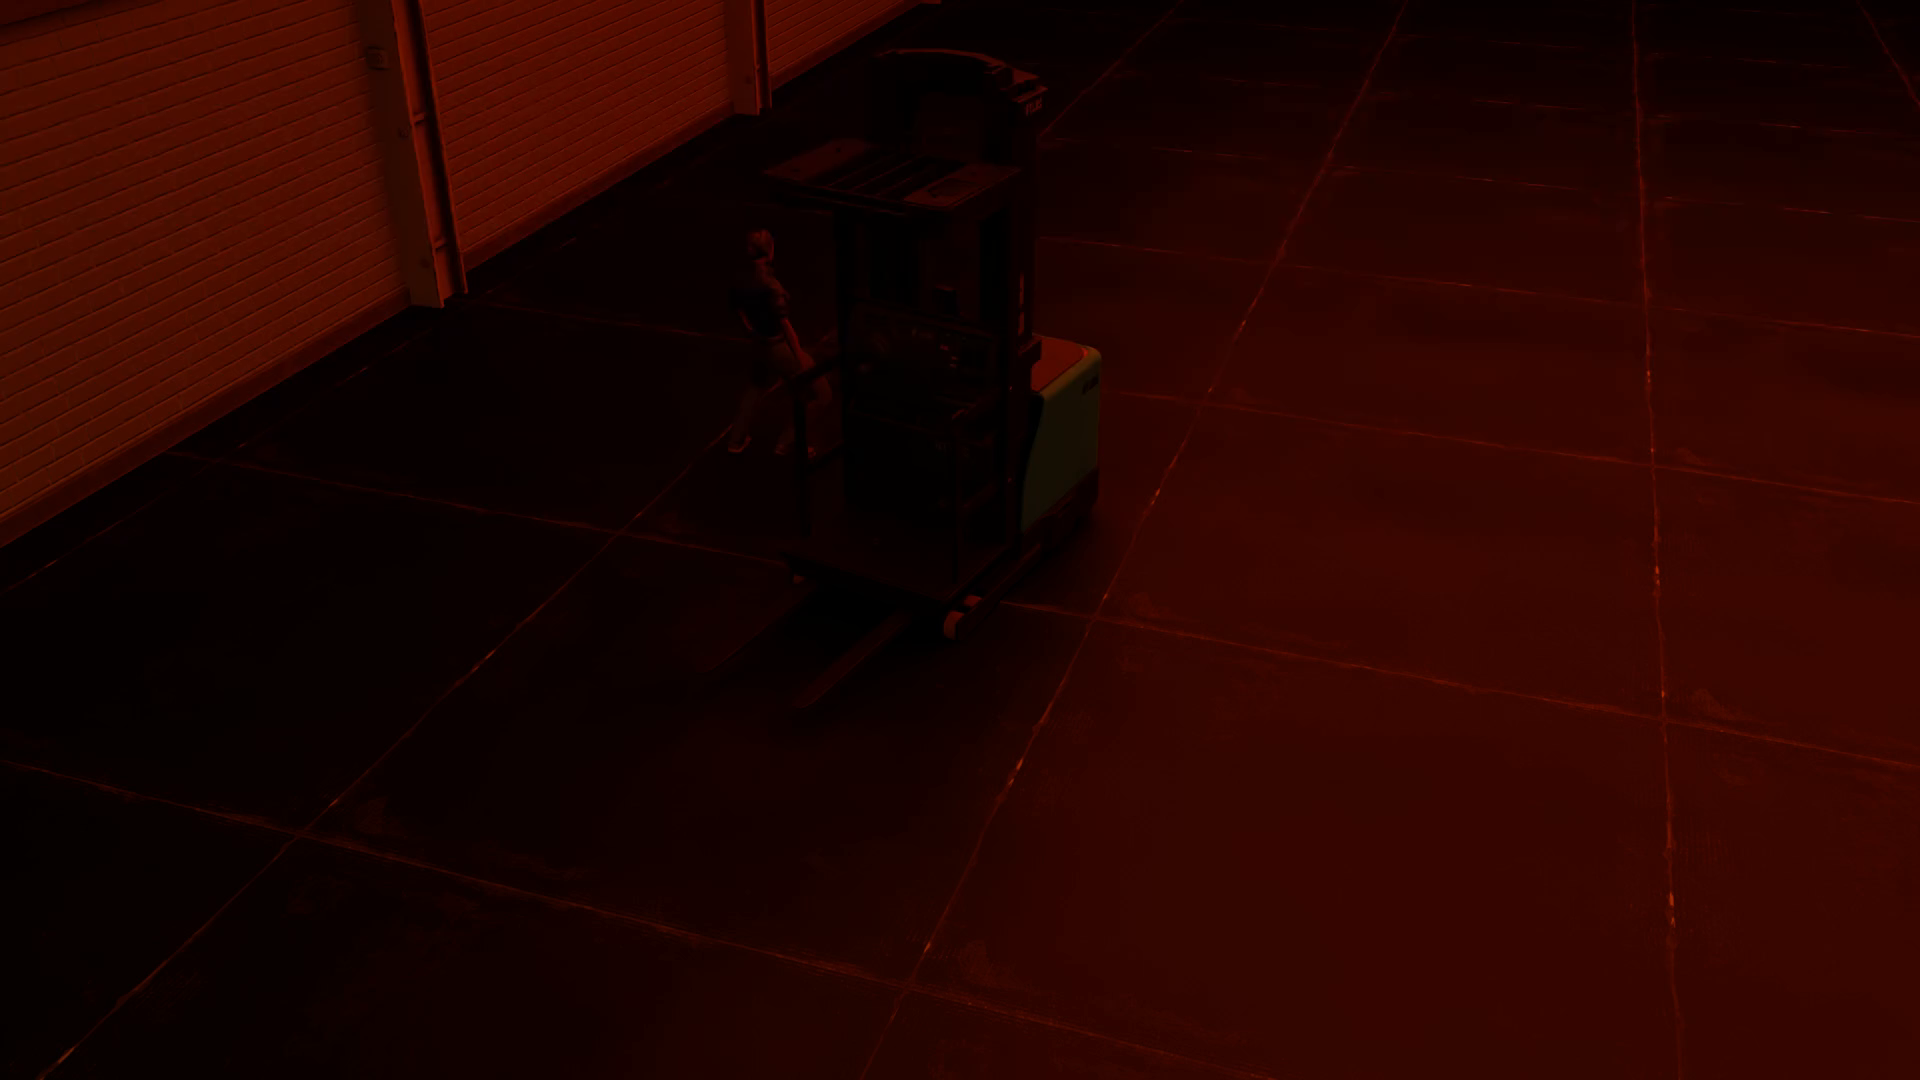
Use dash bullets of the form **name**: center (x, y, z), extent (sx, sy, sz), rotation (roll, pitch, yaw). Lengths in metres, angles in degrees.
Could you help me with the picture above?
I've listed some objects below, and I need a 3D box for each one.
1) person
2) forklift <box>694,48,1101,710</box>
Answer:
- **person**: center (-1.202, -1.241, 10.724), extent (0.523, 1.566, 0.836), rotation (-23, 37, -35)
- **forklift**: center (-0.313, -0.977, 8.850), extent (1.130, 2.935, 3.031), rotation (16, 33, 26)
